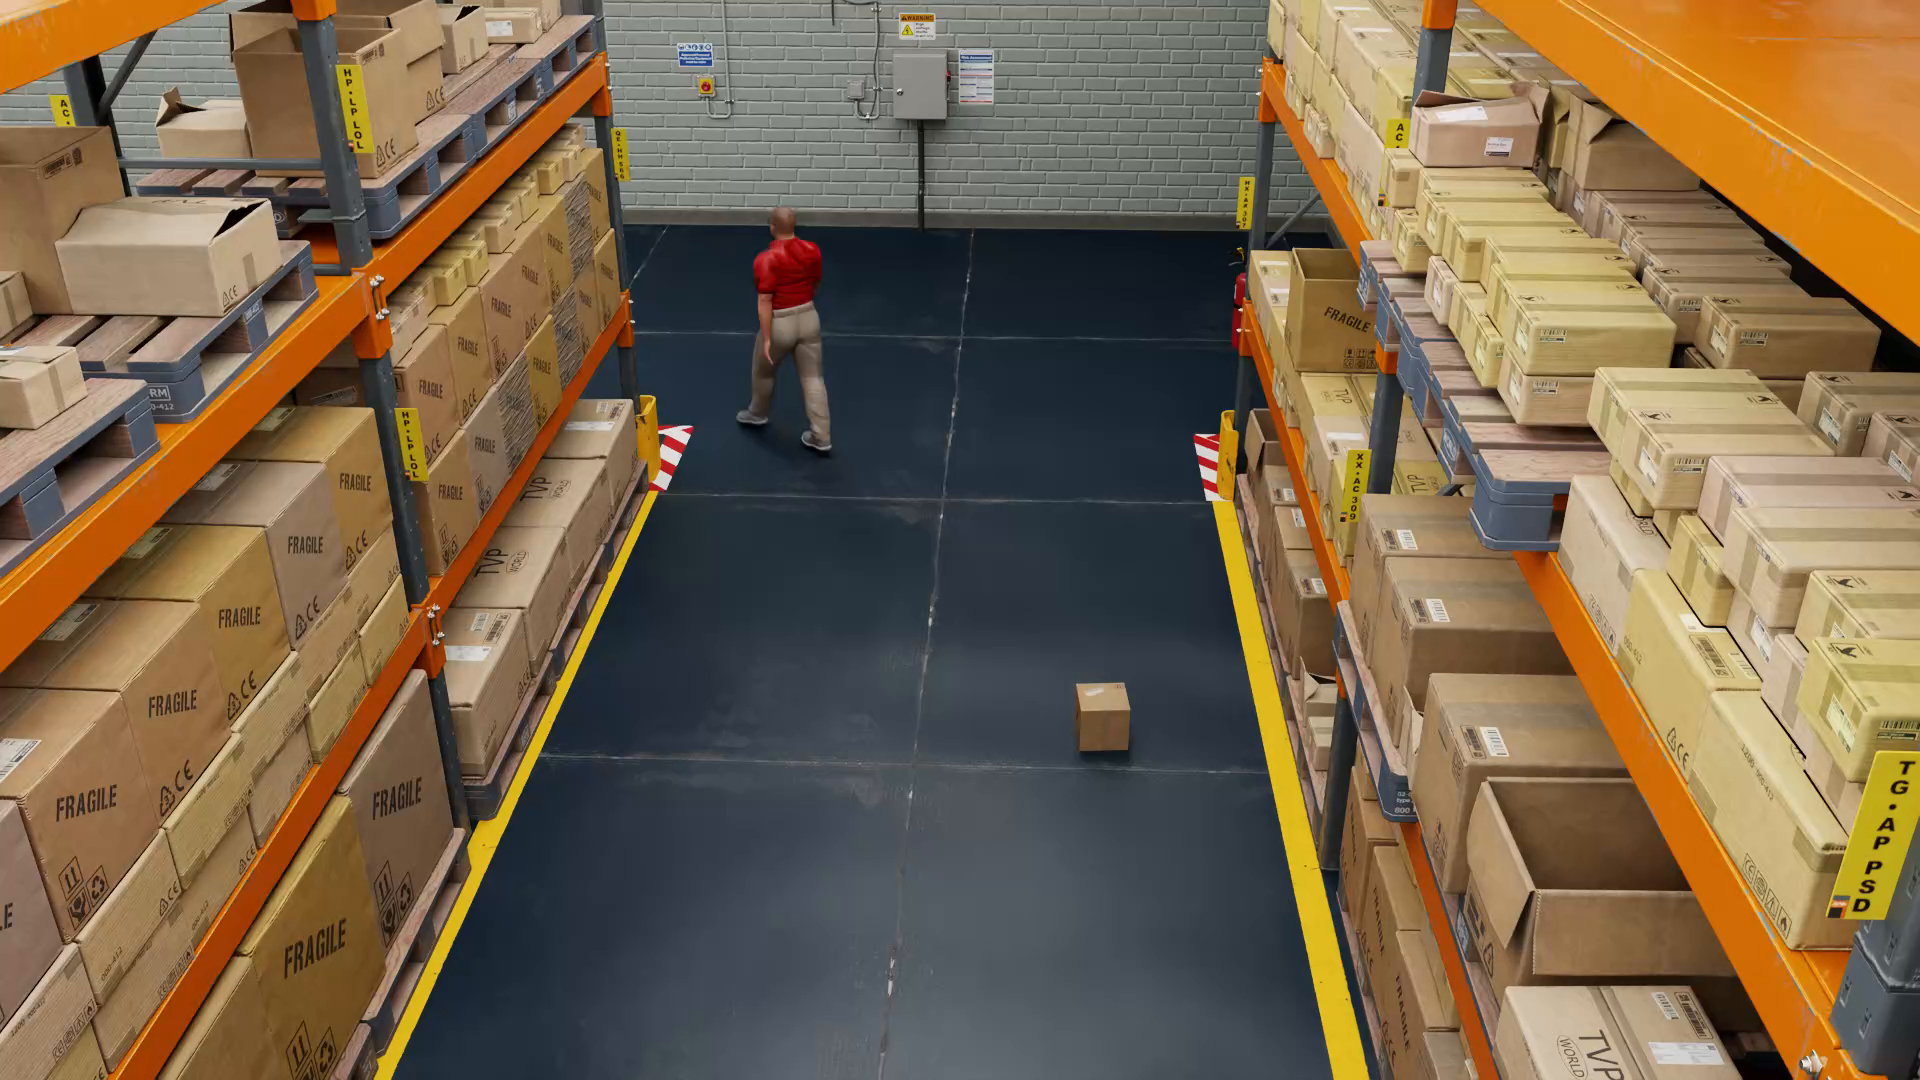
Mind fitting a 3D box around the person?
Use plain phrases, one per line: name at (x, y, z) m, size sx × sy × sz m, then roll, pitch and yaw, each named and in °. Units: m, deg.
person at (-1.222, -1.504, 11.472) m, size 0.546 × 1.694 × 0.945 m, roll -16°, pitch 32°, yaw -27°
